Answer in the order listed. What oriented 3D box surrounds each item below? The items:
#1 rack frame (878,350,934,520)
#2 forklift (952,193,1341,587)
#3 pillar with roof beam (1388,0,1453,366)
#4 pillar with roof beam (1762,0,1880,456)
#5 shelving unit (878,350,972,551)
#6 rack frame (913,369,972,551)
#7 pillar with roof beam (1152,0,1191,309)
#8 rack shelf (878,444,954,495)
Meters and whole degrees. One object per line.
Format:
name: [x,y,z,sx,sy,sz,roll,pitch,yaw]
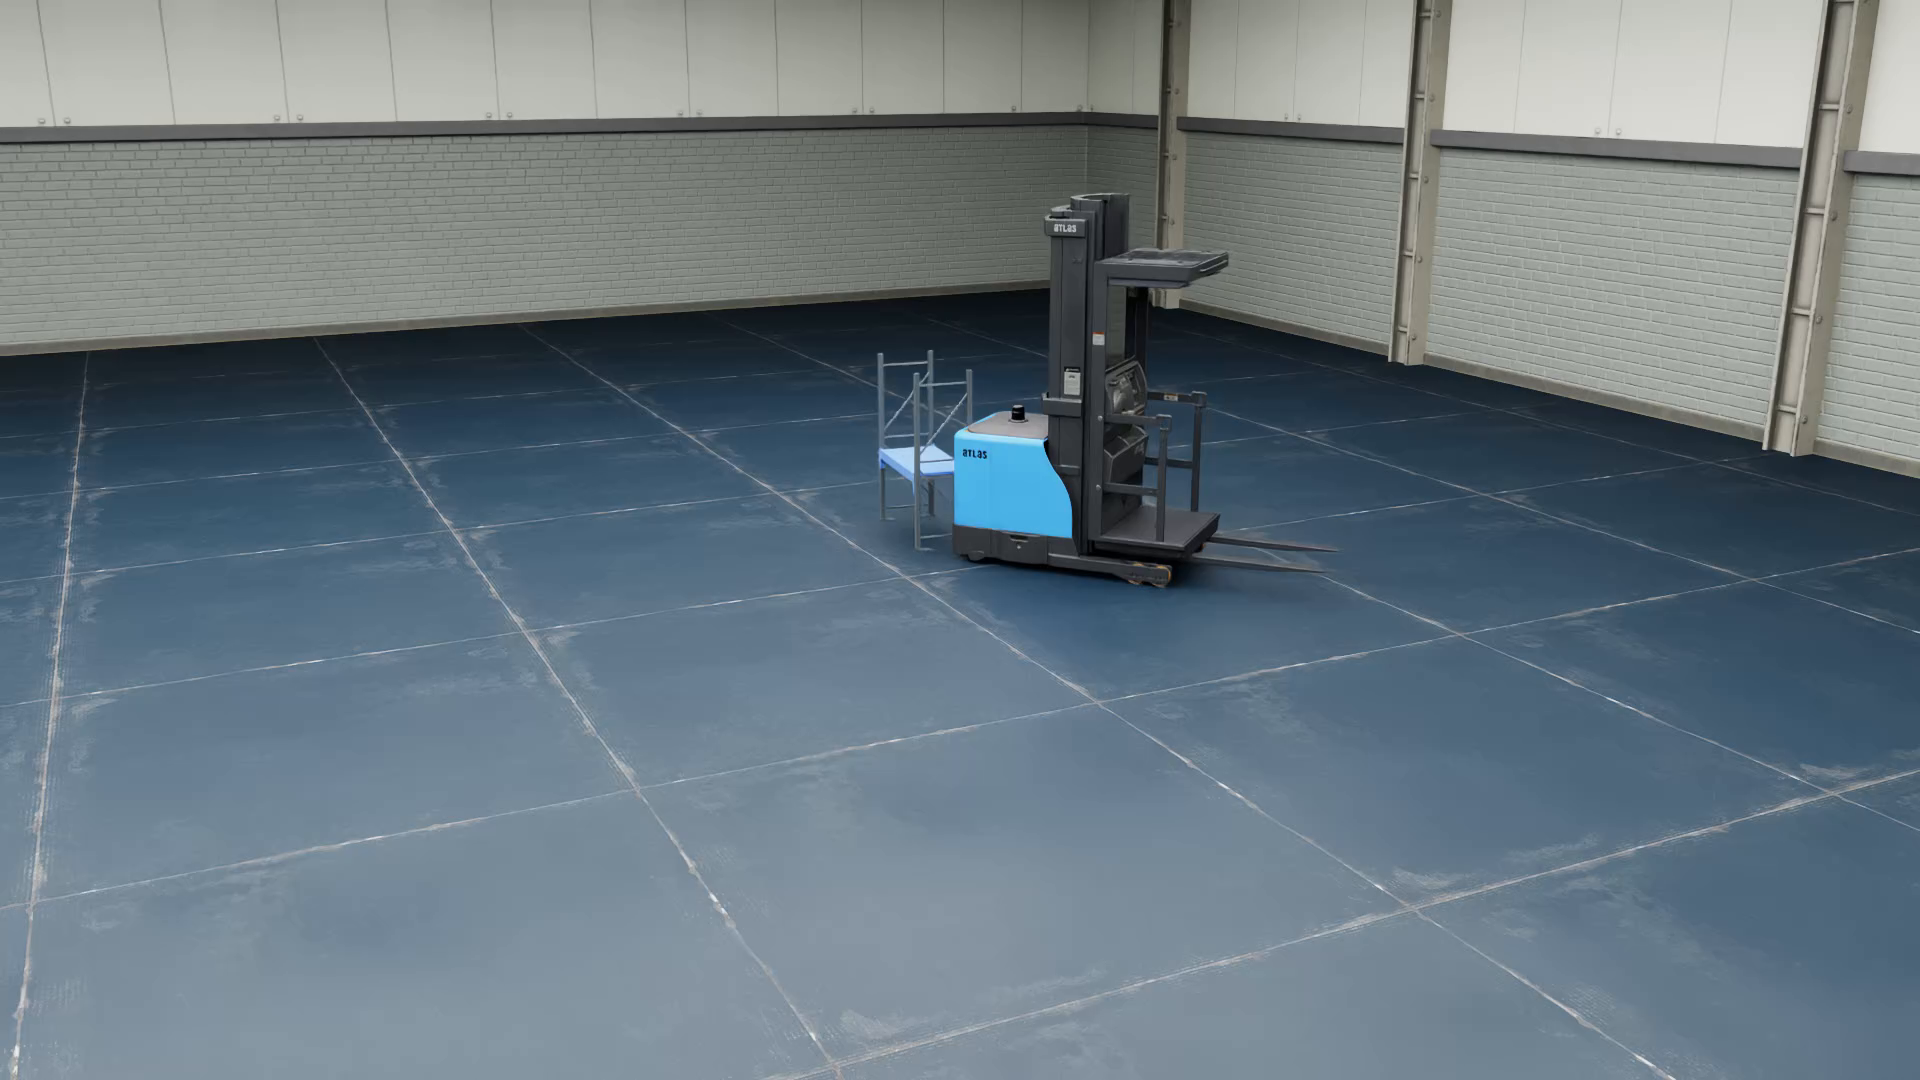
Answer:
rack frame: [-0.476,-0.924,14.751,0.500,1.500,0.032,-6,17,-19]
forklift: [1.503,-1.206,13.139,3.031,2.935,1.130,7,17,22]
pillar with roof beam: [2.218,-6.227,19.636,9.100,9.000,0.400,-8,18,-25]
pillar with roof beam: [4.847,-4.739,14.452,9.100,9.000,0.400,-8,18,-25]
shelving unit: [-0.307,-0.792,14.290,0.538,1.500,1.048,-6,17,-19]
rack frame: [-0.139,-0.659,13.829,0.500,1.500,0.032,-6,17,-19]
pillar with roof beam: [-0.411,-7.715,24.821,9.100,9.000,0.400,-8,18,-25]
rack shelf: [-0.307,-0.619,14.339,0.538,0.185,1.000,-6,17,-19]
